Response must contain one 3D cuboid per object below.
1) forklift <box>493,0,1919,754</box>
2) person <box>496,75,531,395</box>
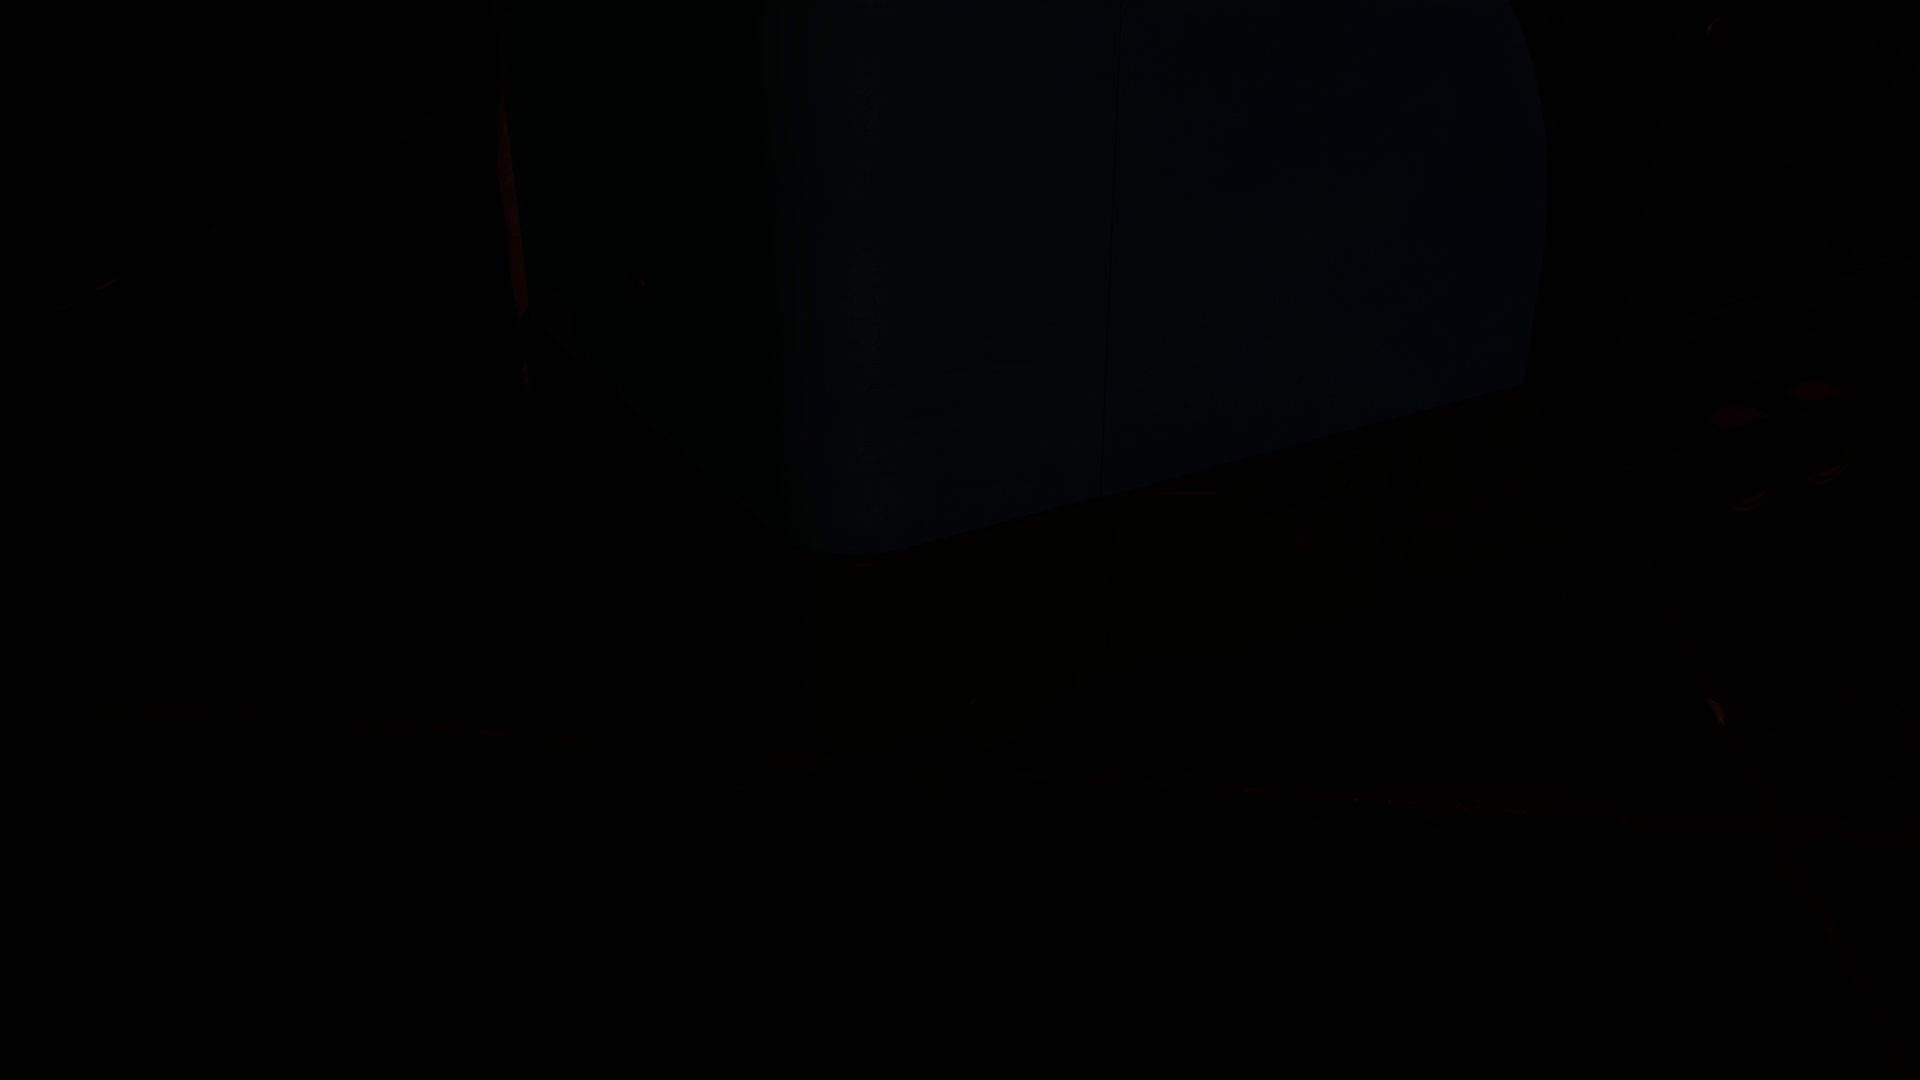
[{"bbox_3d":[0.874,-1.541,2.305,3.031,2.935,1.130,-15,30,-28],"label":"forklift"},{"bbox_3d":[-0.460,-1.082,2.817,0.821,1.676,0.895,-7,27,-14],"label":"person"}]
